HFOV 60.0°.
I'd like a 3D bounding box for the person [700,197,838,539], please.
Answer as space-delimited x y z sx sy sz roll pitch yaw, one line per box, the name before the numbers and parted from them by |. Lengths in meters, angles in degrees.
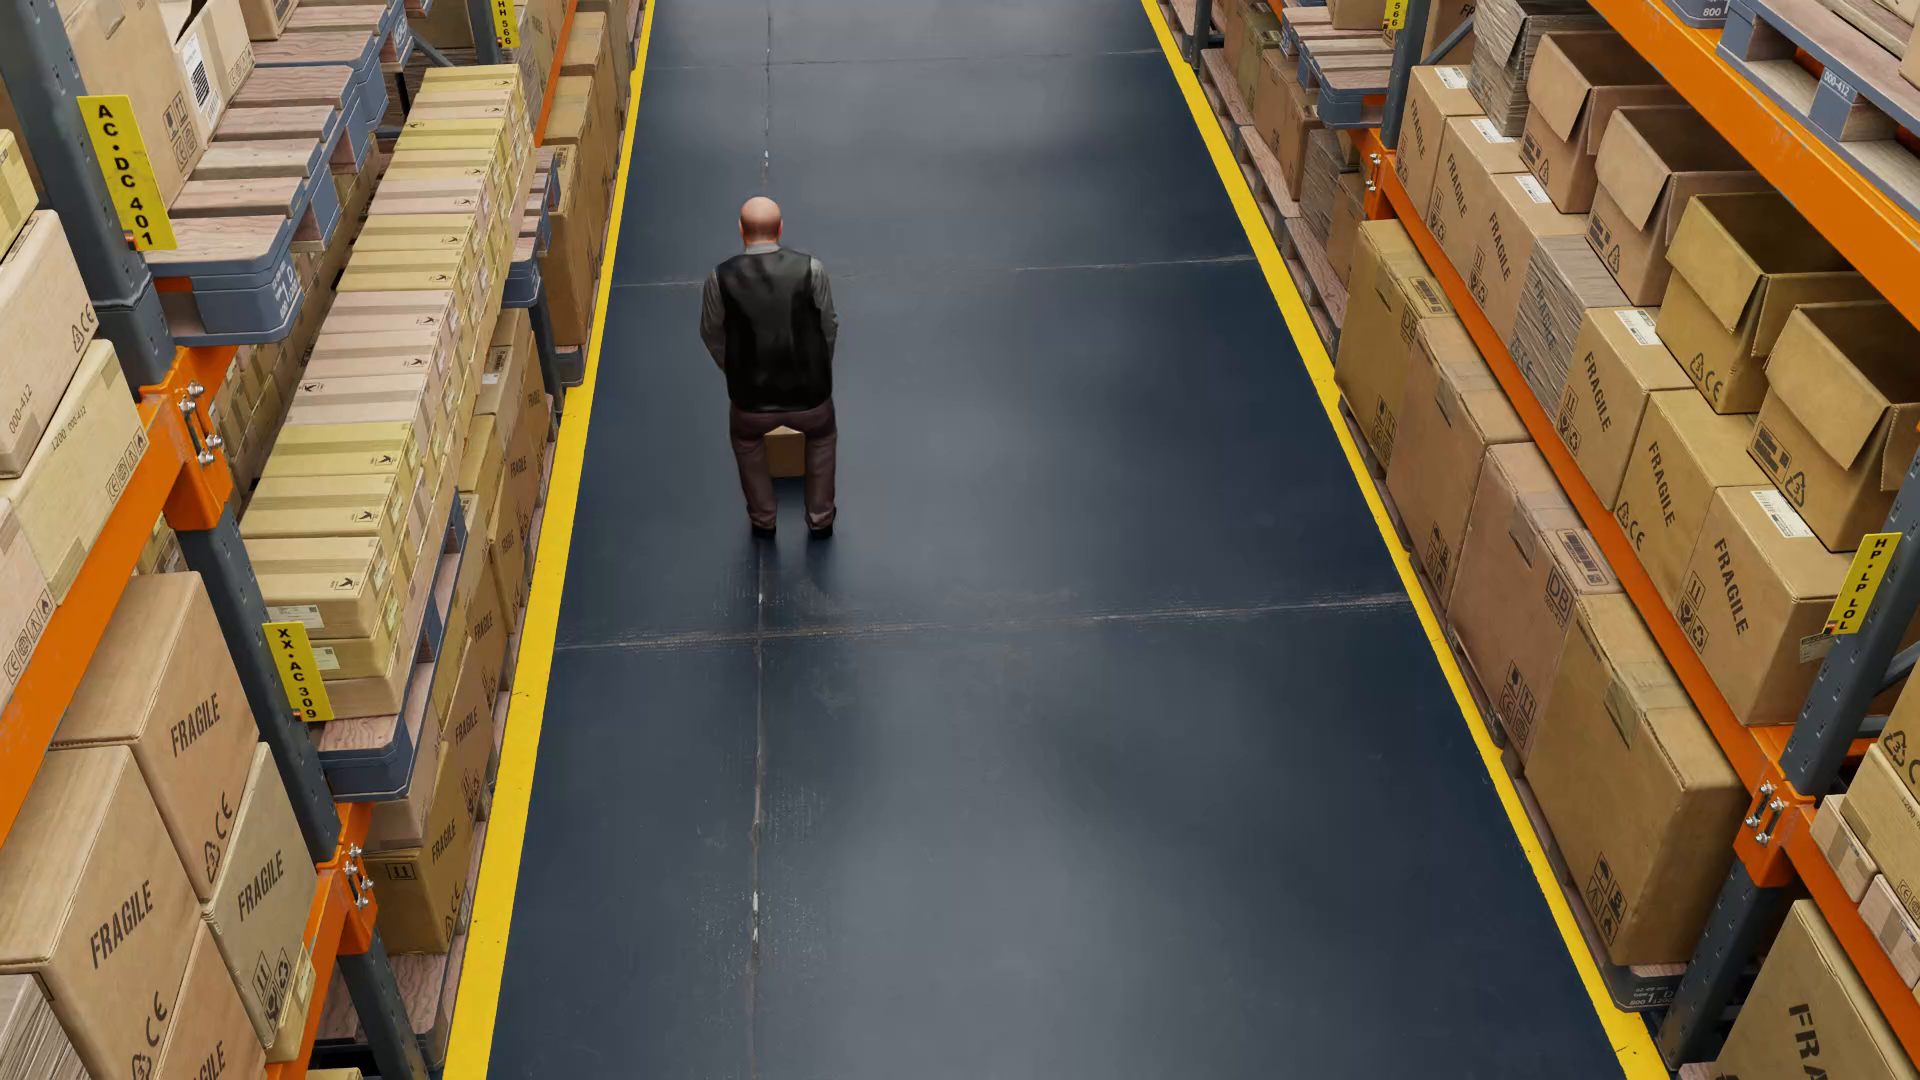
person | -0.807 -0.631 7.215 0.586 1.407 0.602 -3 39 -3
